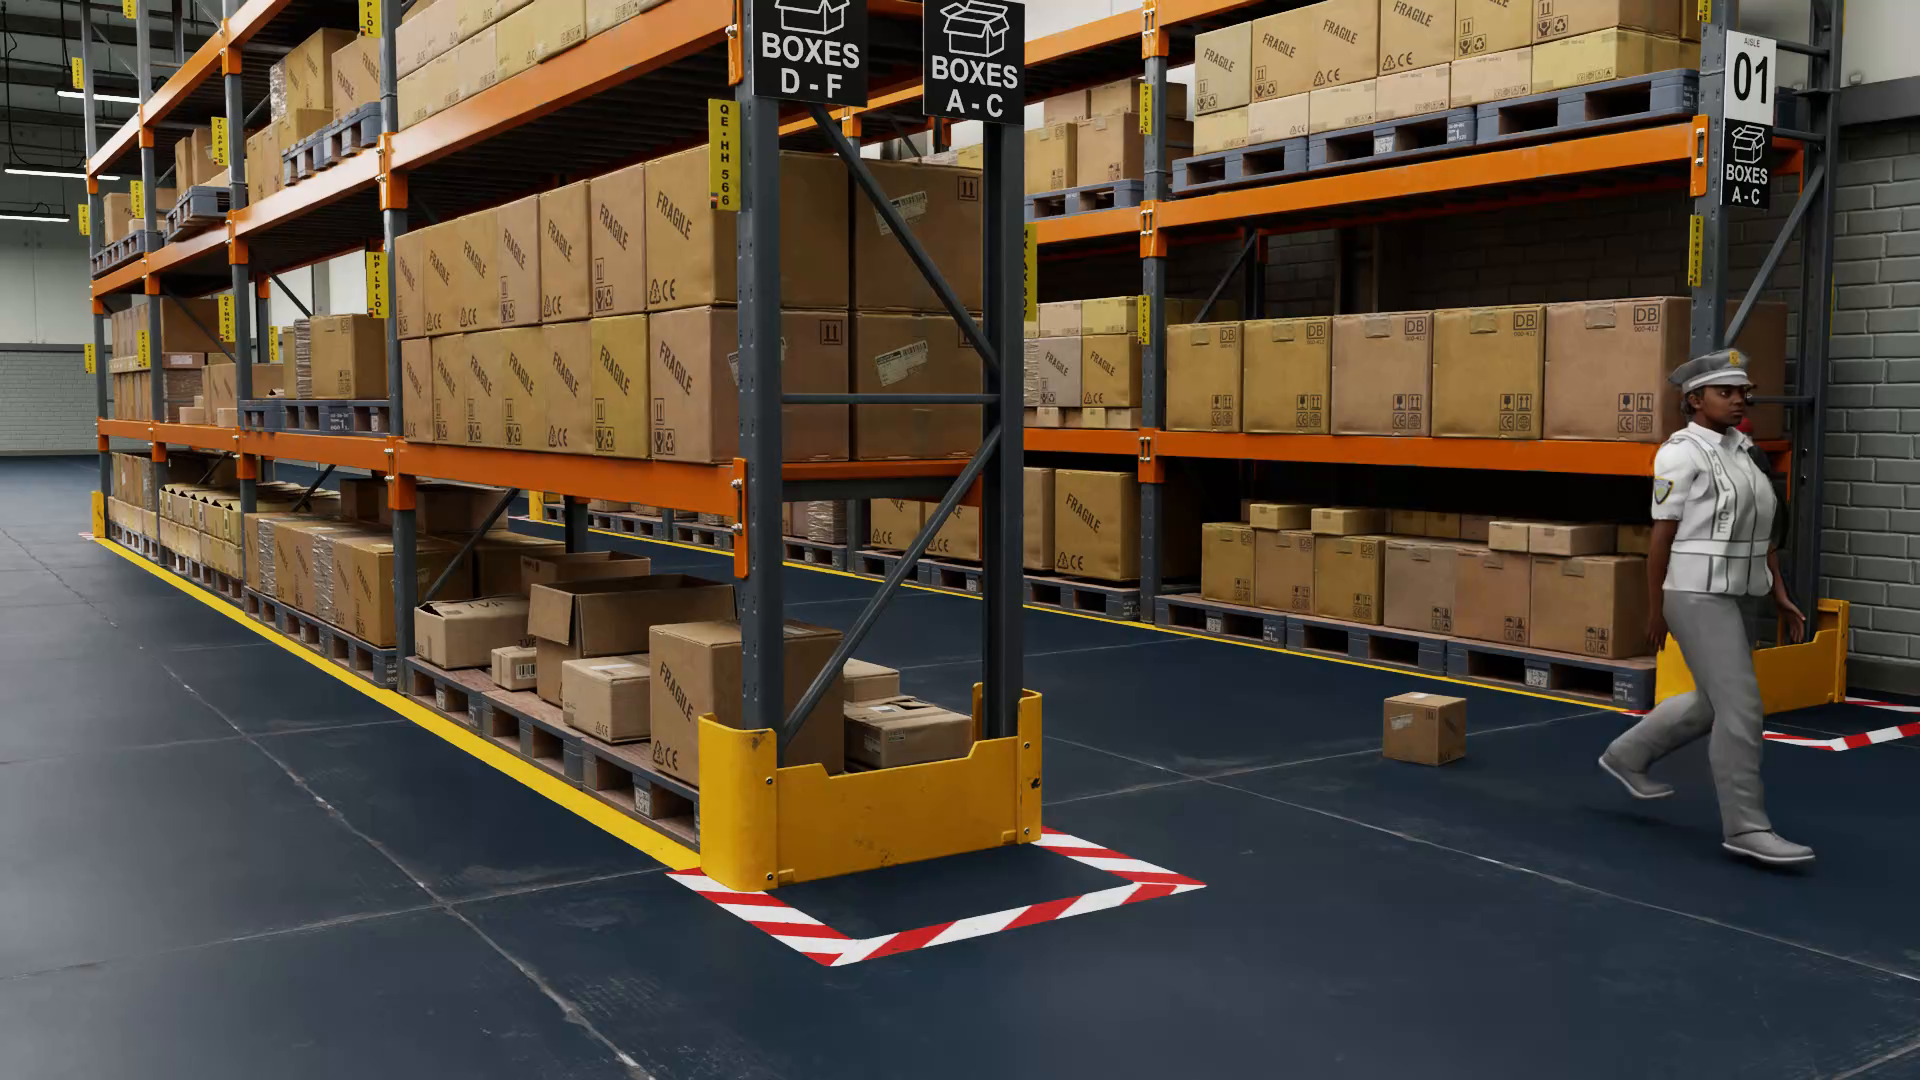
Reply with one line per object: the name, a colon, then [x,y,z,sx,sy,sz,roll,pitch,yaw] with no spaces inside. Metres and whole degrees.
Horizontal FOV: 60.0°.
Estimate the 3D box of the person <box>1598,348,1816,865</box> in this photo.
person: [2.527,0.182,5.607,0.433,1.647,0.893,-3,6,-32]
